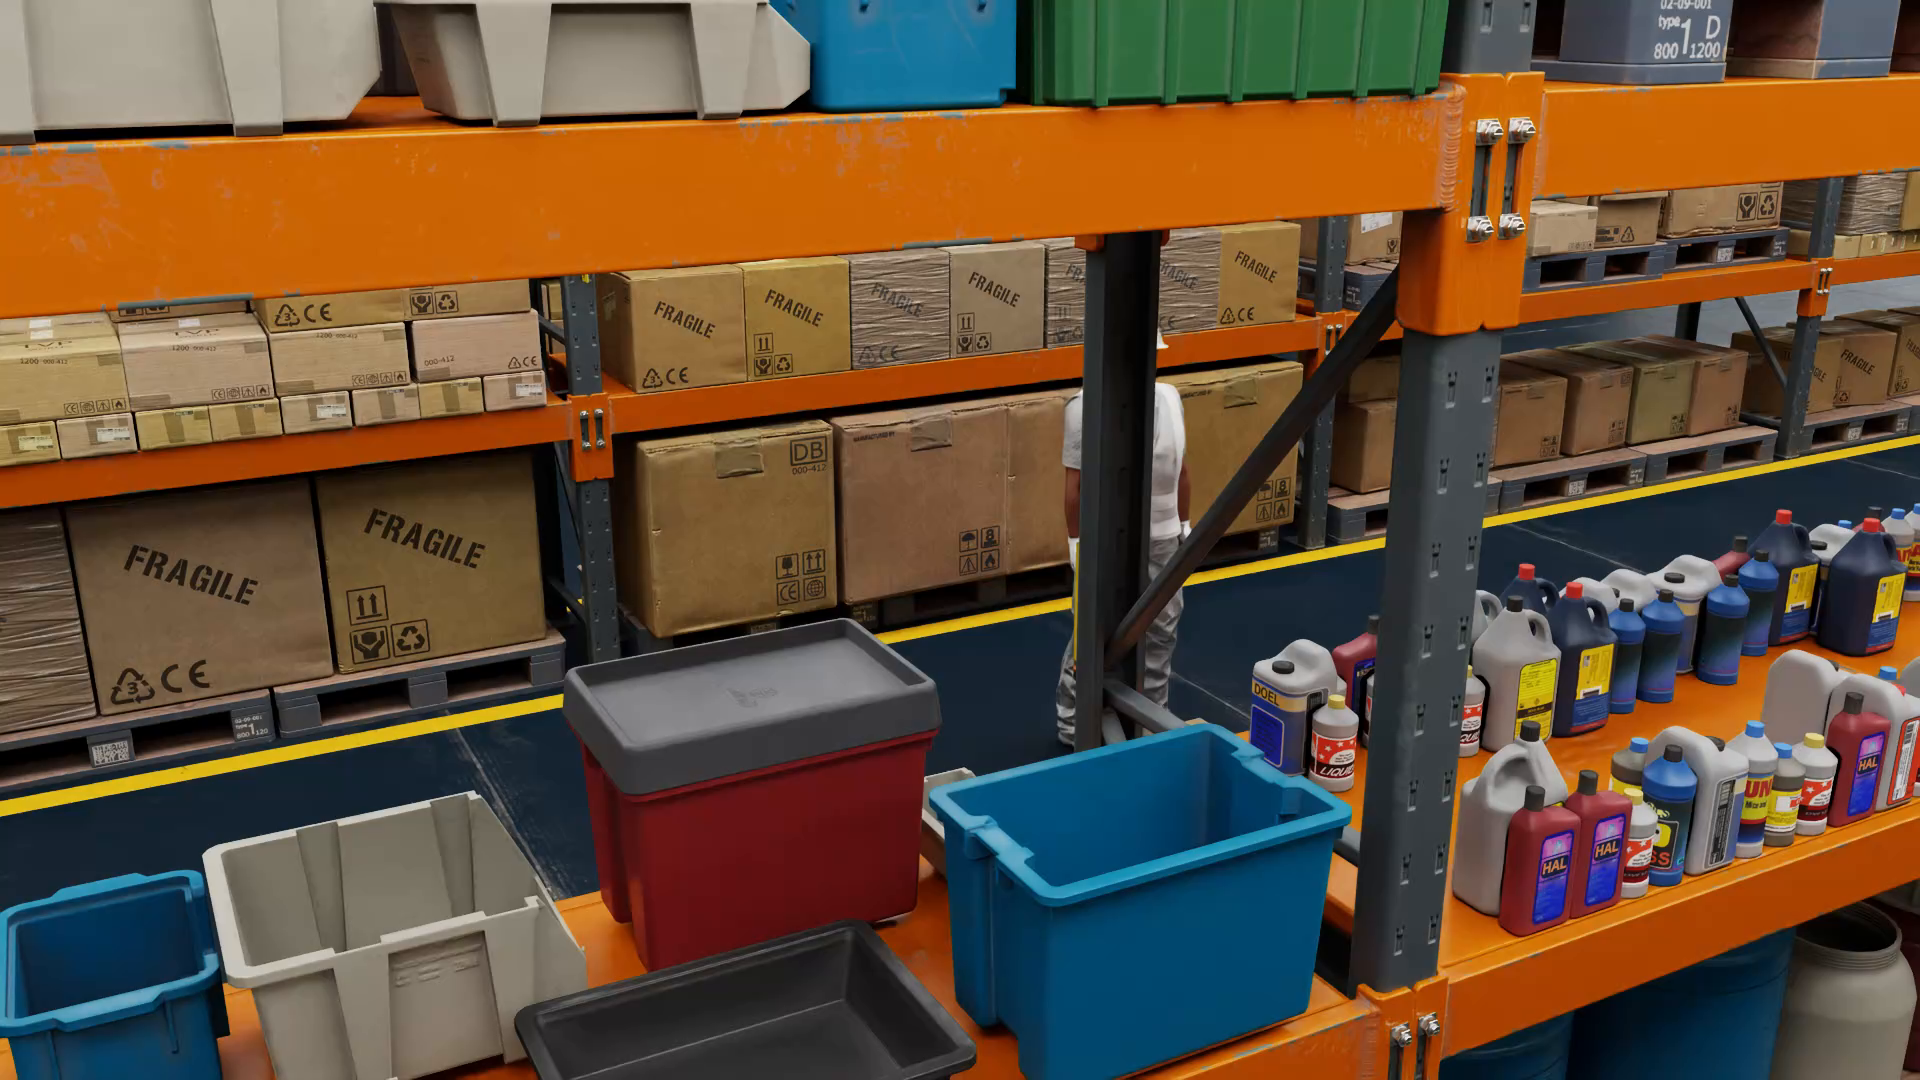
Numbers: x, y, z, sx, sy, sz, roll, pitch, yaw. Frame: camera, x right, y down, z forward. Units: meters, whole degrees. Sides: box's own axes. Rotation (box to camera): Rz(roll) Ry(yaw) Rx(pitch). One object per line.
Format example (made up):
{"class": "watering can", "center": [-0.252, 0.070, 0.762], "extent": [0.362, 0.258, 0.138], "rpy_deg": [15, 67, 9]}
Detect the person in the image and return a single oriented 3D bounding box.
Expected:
{"class": "person", "center": [0.681, 0.014, 6.509], "extent": [0.550, 1.801, 0.424], "rpy_deg": [-9, 20, -25]}
